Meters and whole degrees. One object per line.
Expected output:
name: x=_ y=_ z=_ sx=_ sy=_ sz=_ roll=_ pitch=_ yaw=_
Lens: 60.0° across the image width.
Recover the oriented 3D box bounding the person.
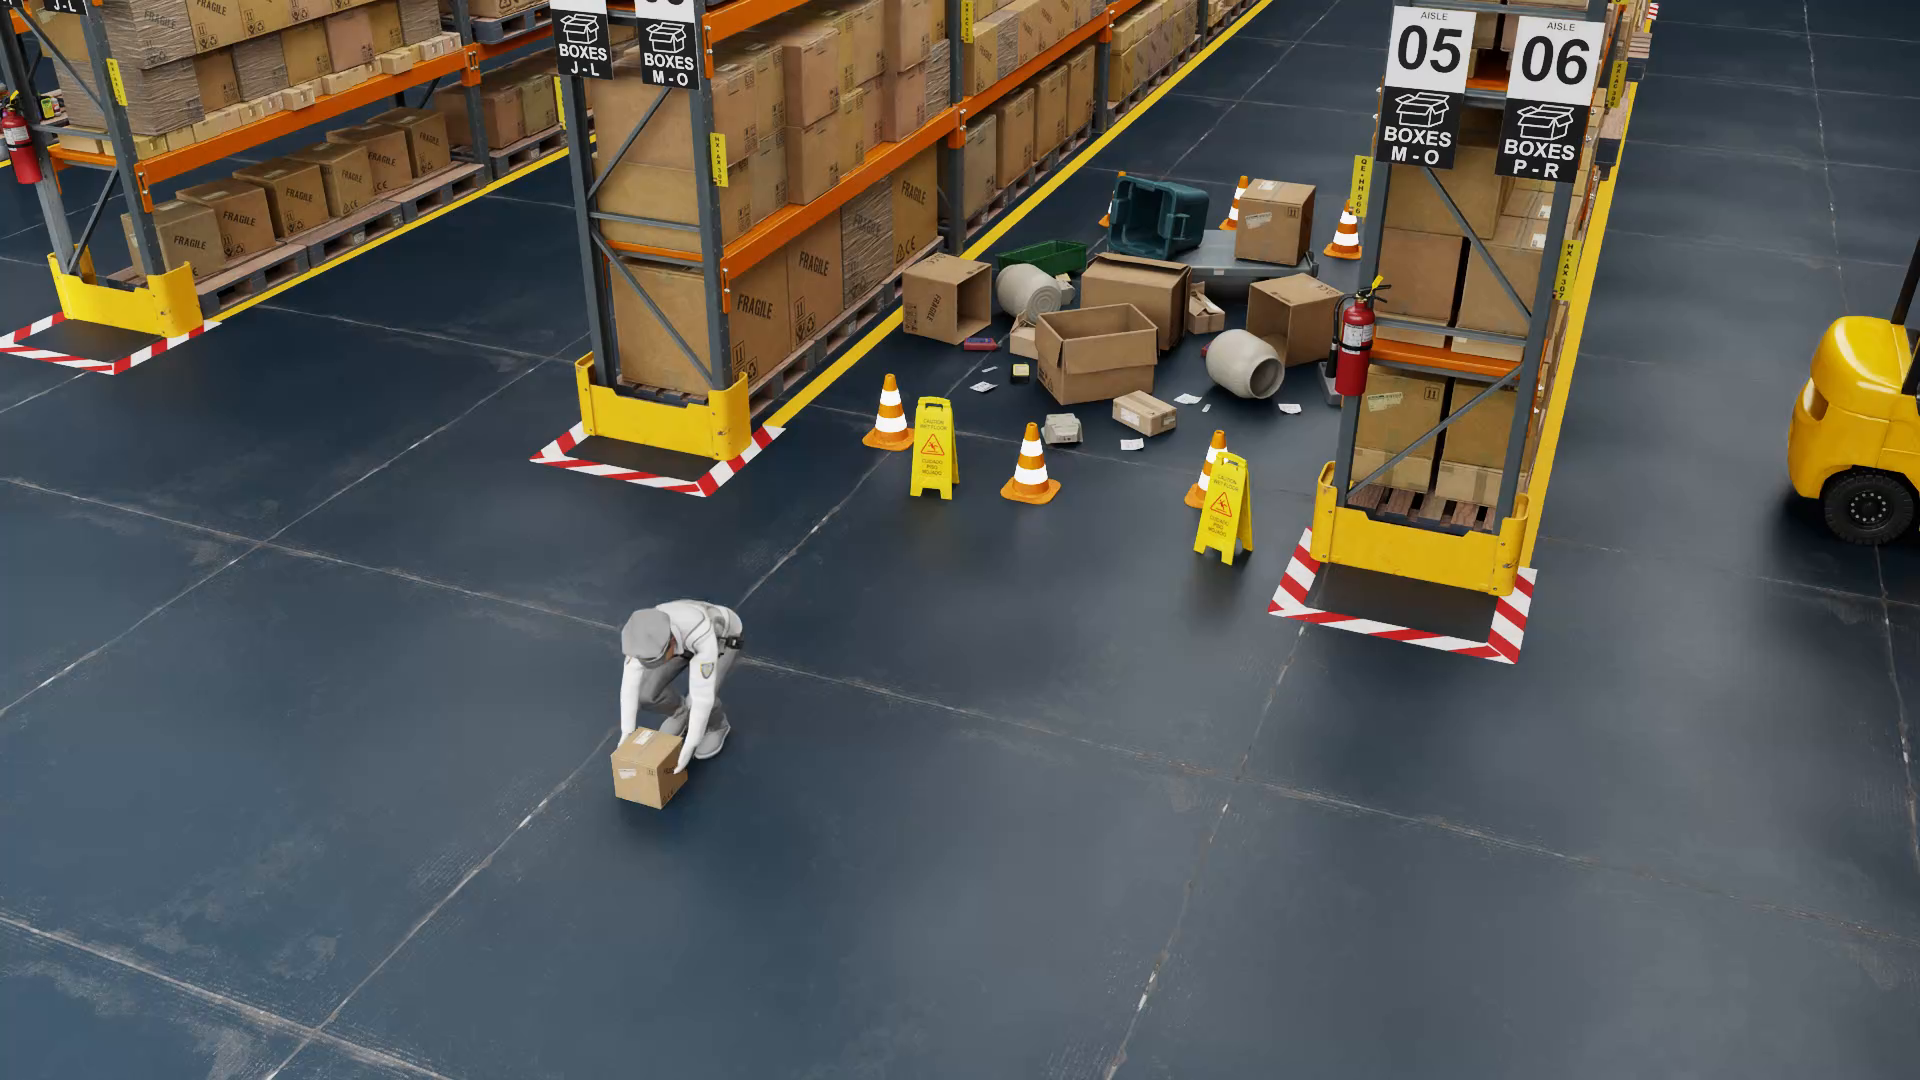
person: x=-1.333 y=0.624 z=8.012 sx=0.495 sy=0.964 sz=0.847 roll=11 pitch=32 yaw=19
